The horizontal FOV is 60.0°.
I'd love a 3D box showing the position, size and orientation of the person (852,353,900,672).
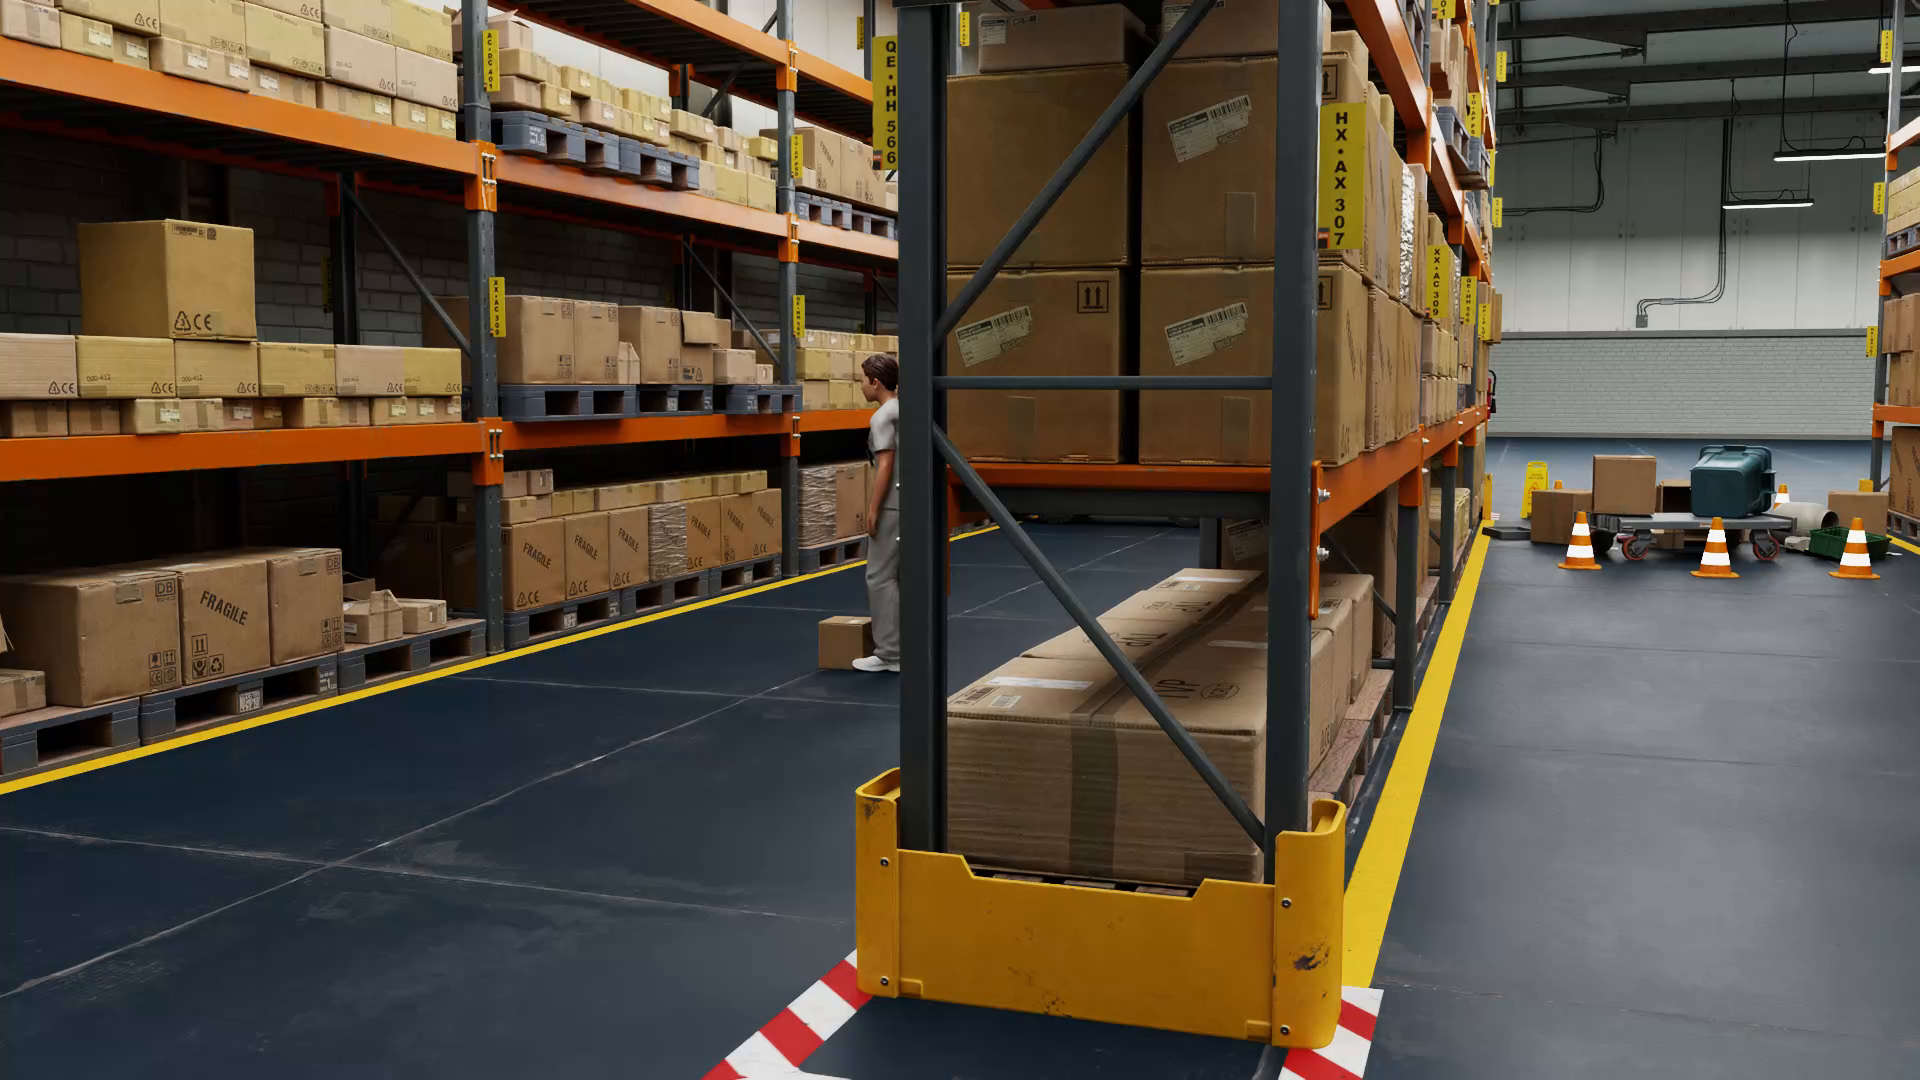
[{"bbox_3d":[-0.361,-0.148,8.809,0.355,1.673,0.491,2,6,18],"label":"person"}]
